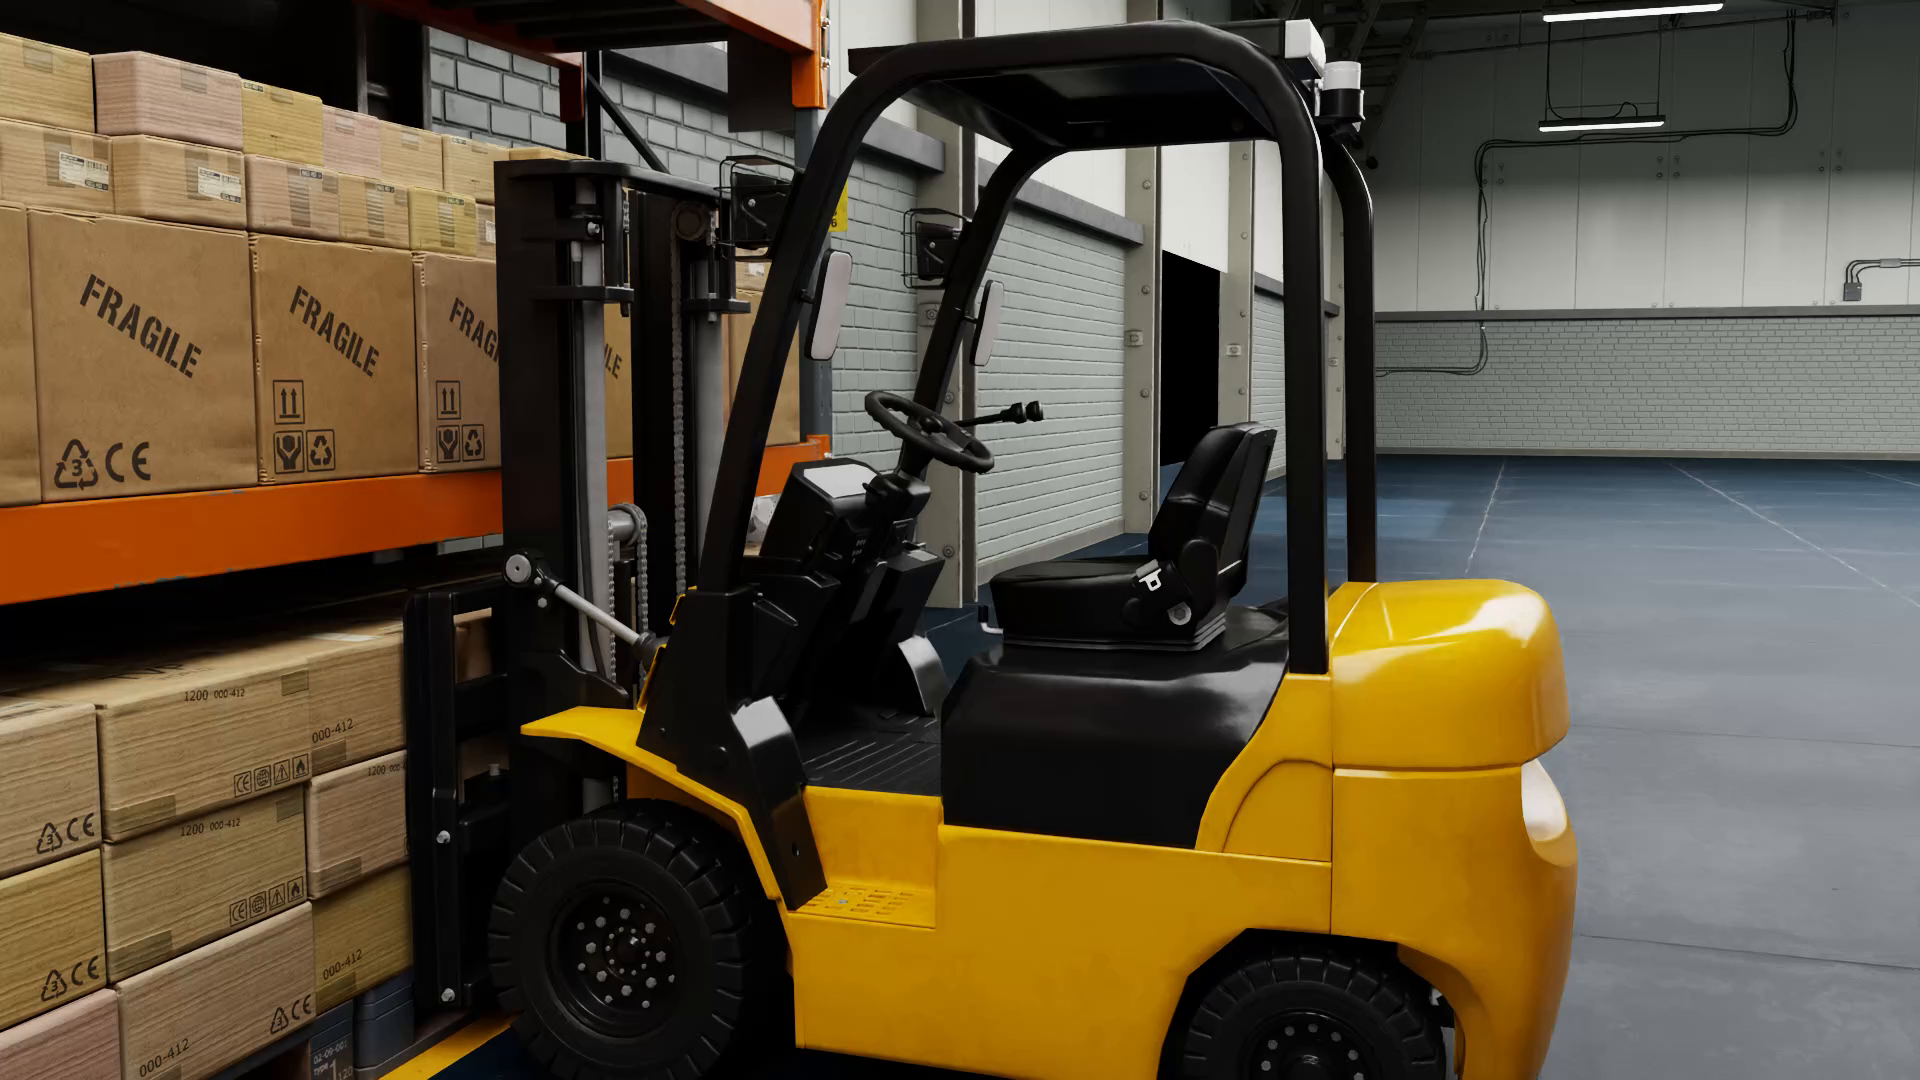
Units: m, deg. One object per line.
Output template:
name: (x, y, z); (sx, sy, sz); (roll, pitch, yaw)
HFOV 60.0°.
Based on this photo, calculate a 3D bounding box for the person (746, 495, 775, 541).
person: (-0.951, -0.021, 7.333); (0.789, 1.639, 0.497); (-2, 6, -19)
